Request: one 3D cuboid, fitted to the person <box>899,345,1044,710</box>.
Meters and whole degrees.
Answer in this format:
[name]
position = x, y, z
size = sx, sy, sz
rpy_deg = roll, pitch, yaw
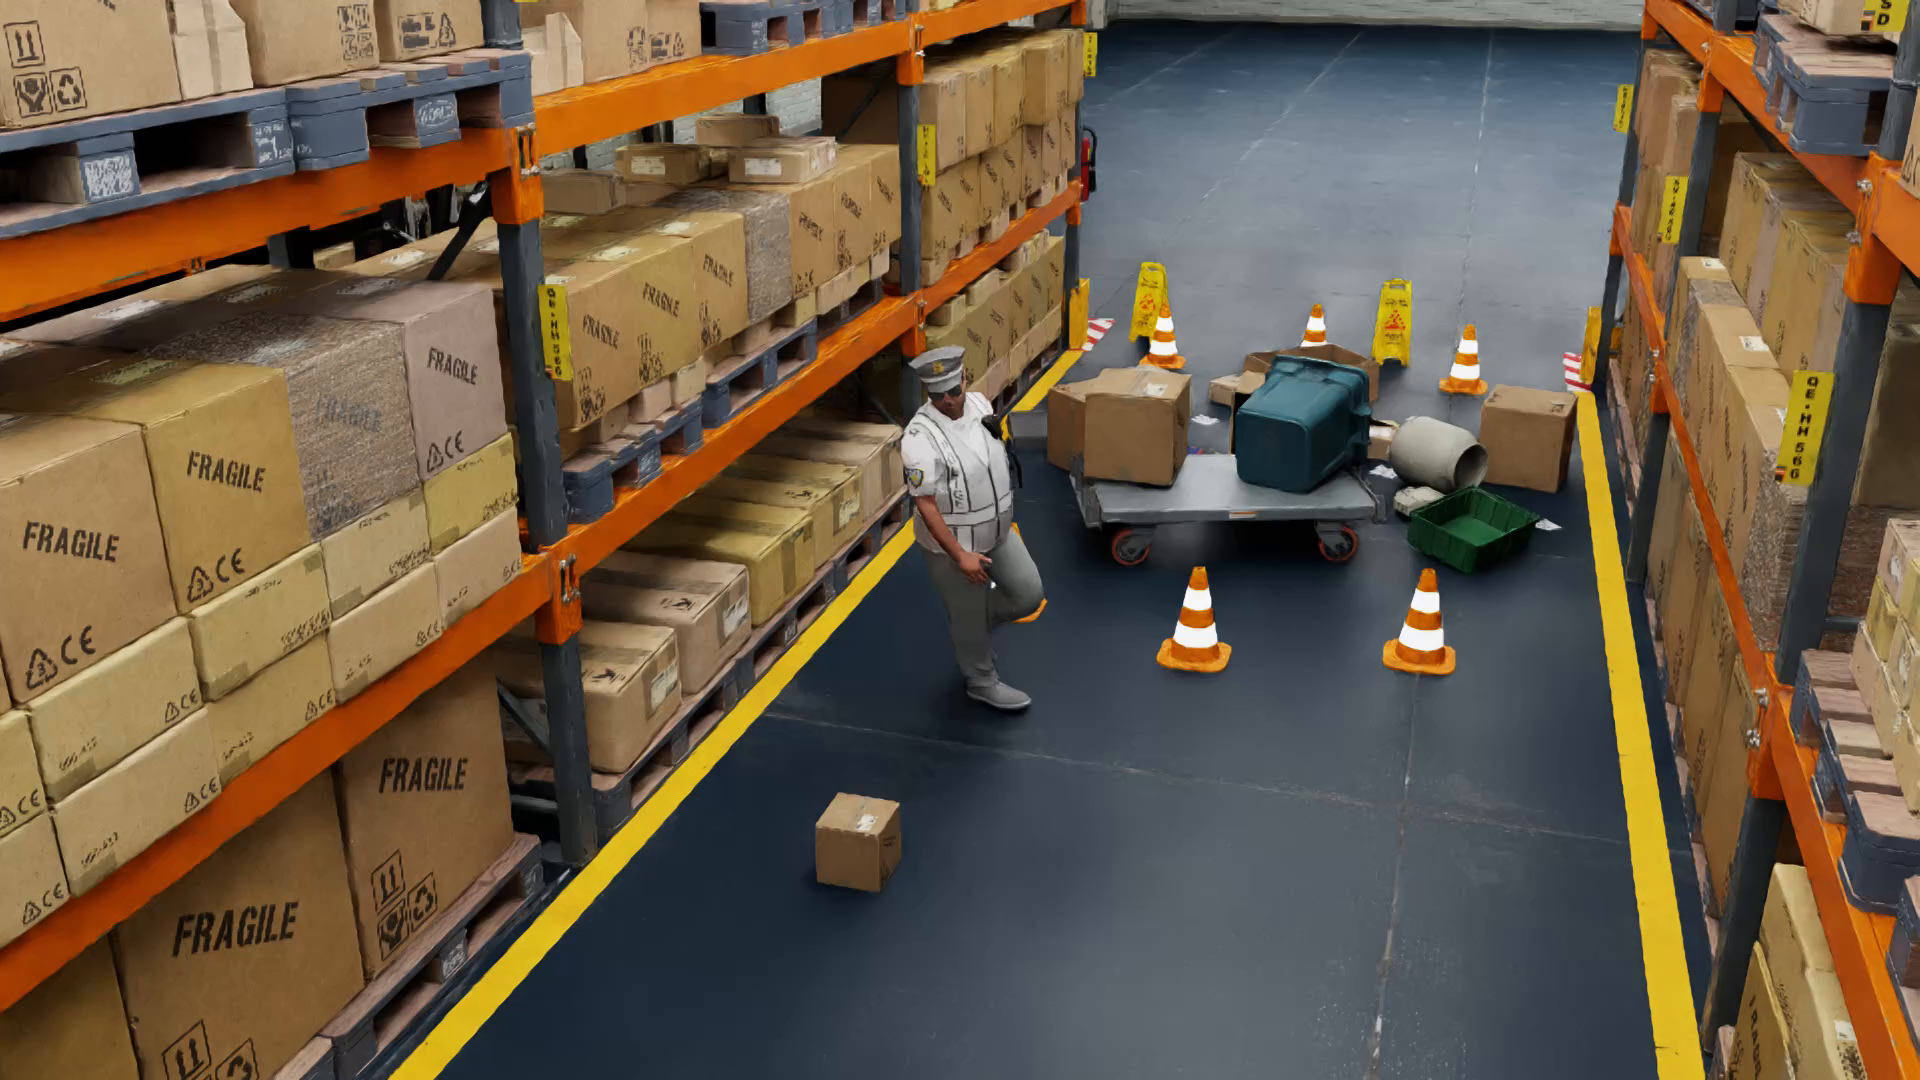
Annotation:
[person]
position = 0.018, -0.040, 7.189
size = 0.690, 1.705, 0.516
rpy_deg = -20, 29, -41
